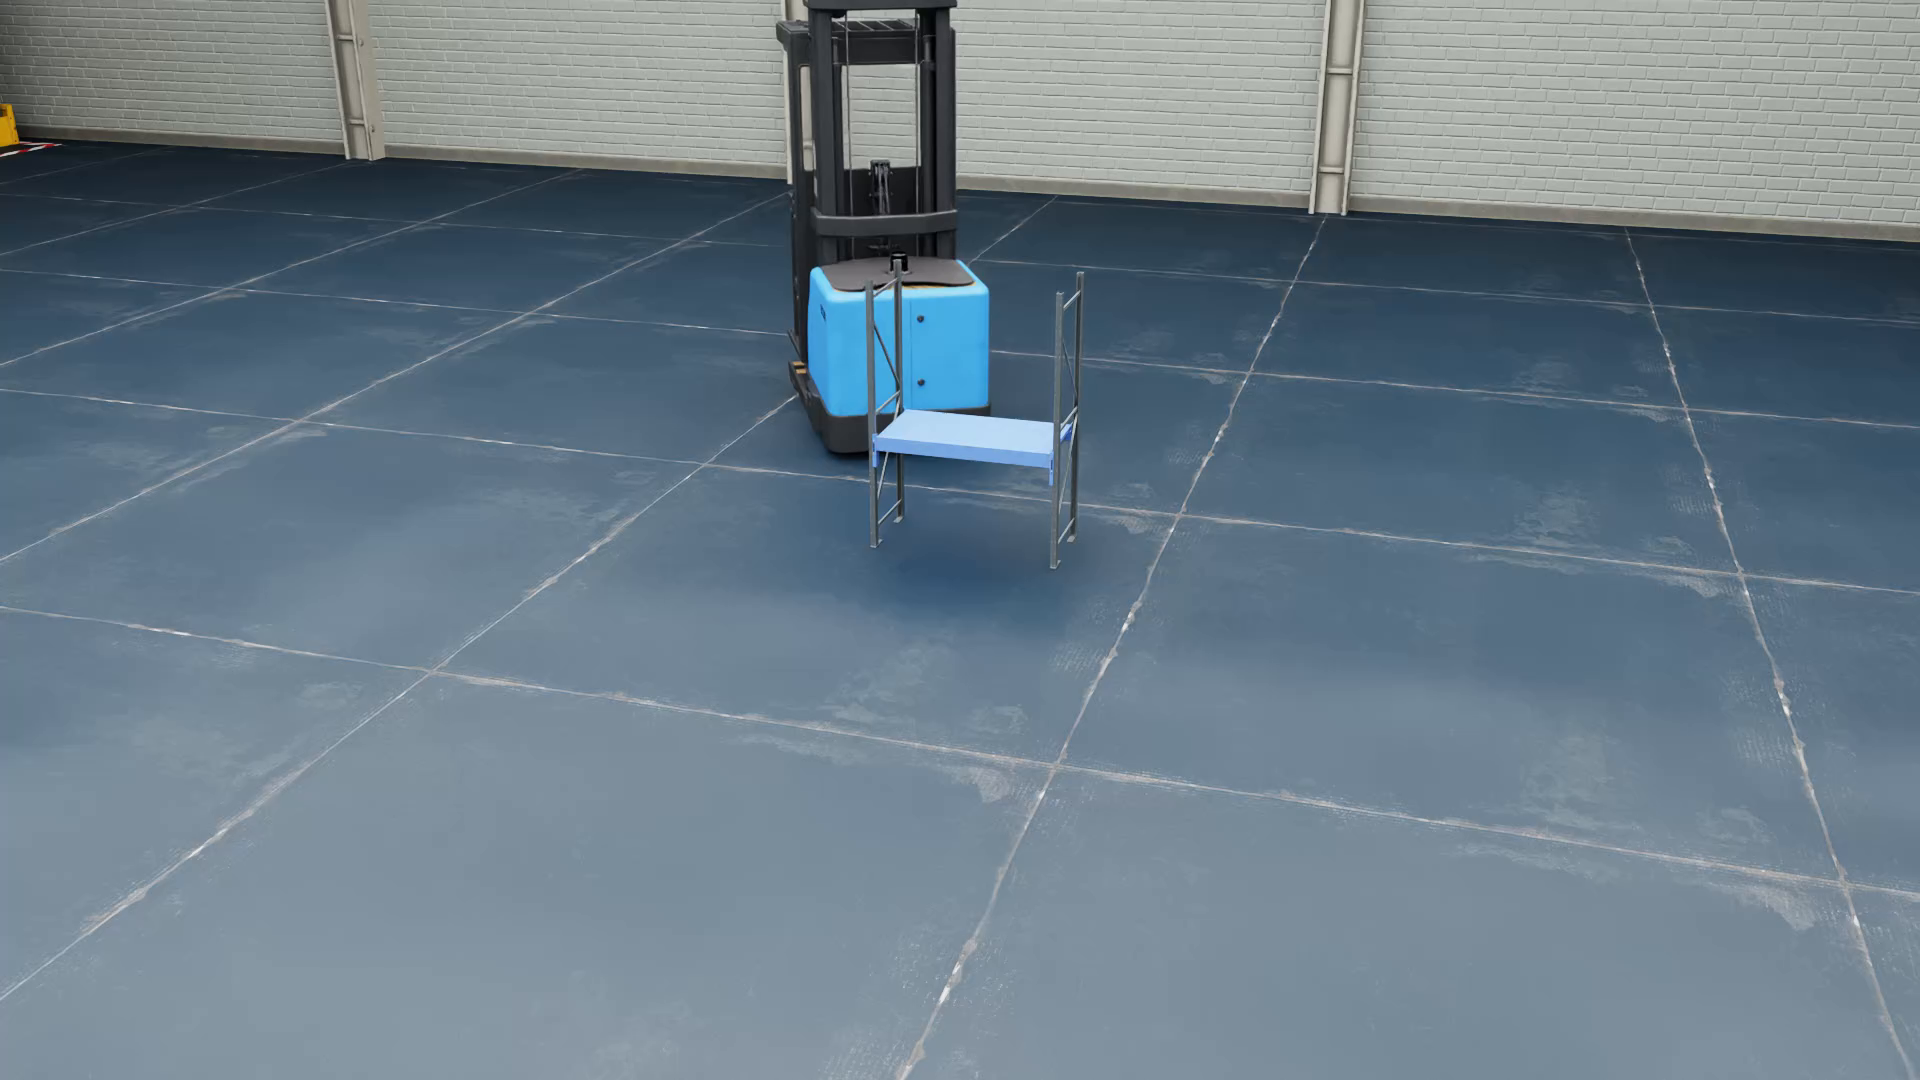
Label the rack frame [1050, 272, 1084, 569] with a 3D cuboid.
[{"bbox_3d":[0.568,-0.629,8.827,0.032,1.500,0.500,7,23,16],"label":"rack frame"}]

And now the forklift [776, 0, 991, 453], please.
[{"bbox_3d":[-0.621,-2.430,11.332,1.130,2.935,3.031,-5,23,-11],"label":"forklift"}]

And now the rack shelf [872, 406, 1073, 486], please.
[{"bbox_3d":[0.082,-0.518,9.031,1.000,0.185,0.538,7,23,16],"label":"rack shelf"}]

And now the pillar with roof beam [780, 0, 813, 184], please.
[{"bbox_3d":[-3.026,-6.788,13.961,0.400,9.000,9.100,7,23,16],"label":"pillar with roof beam"}]

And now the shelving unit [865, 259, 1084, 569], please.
[{"bbox_3d":[0.082,-0.685,8.963,1.048,1.500,0.538,7,23,16],"label":"shelving unit"}]

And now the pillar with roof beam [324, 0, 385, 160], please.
[{"bbox_3d":[-8.770,-7.446,15.565,0.400,9.000,9.100,7,23,16],"label":"pillar with roof beam"}]

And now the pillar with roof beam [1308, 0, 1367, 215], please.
[{"bbox_3d":[2.719,-6.130,12.358,0.400,9.000,9.100,7,23,16],"label":"pillar with roof beam"}]

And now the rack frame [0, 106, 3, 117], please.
[{"bbox_3d":[-12.864,-6.488,21.135,0.127,3.000,1.000,7,23,16],"label":"rack frame"}]

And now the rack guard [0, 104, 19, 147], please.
[{"bbox_3d":[-12.841,-5.329,21.603,0.348,0.500,1.175,7,23,16],"label":"rack guard"}]

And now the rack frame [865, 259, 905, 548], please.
[{"bbox_3d":[-0.405,-0.740,9.098,0.032,1.500,0.500,7,23,16],"label":"rack frame"}]
